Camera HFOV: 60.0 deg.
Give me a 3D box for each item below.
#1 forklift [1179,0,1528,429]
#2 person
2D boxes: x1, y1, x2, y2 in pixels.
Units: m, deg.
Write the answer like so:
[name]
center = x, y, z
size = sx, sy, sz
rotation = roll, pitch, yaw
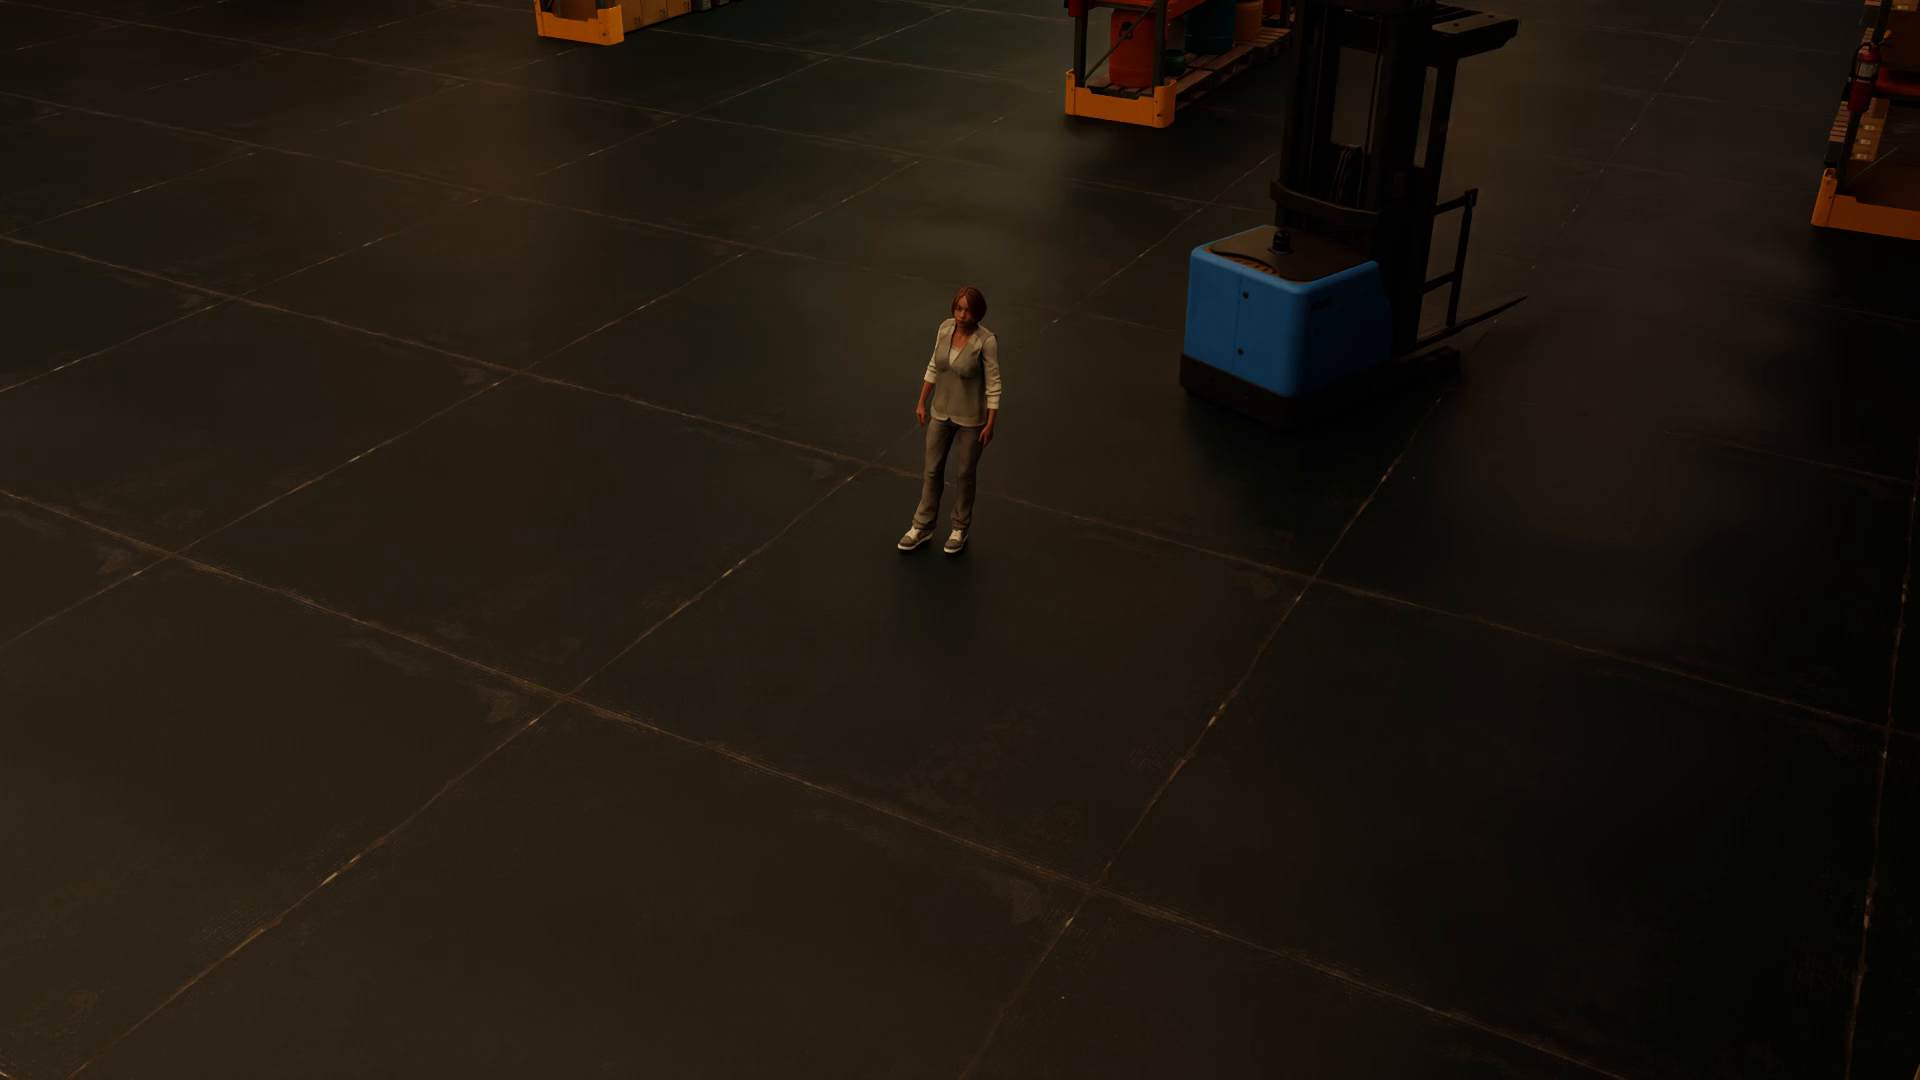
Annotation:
[forklift]
center = 3.009, -2.612, 11.596
size = 3.031, 2.935, 1.130
rotation = -23, 37, -34
[person]
center = -0.048, -0.668, 9.549
size = 0.521, 1.599, 0.473
rotation = 15, 33, 25
